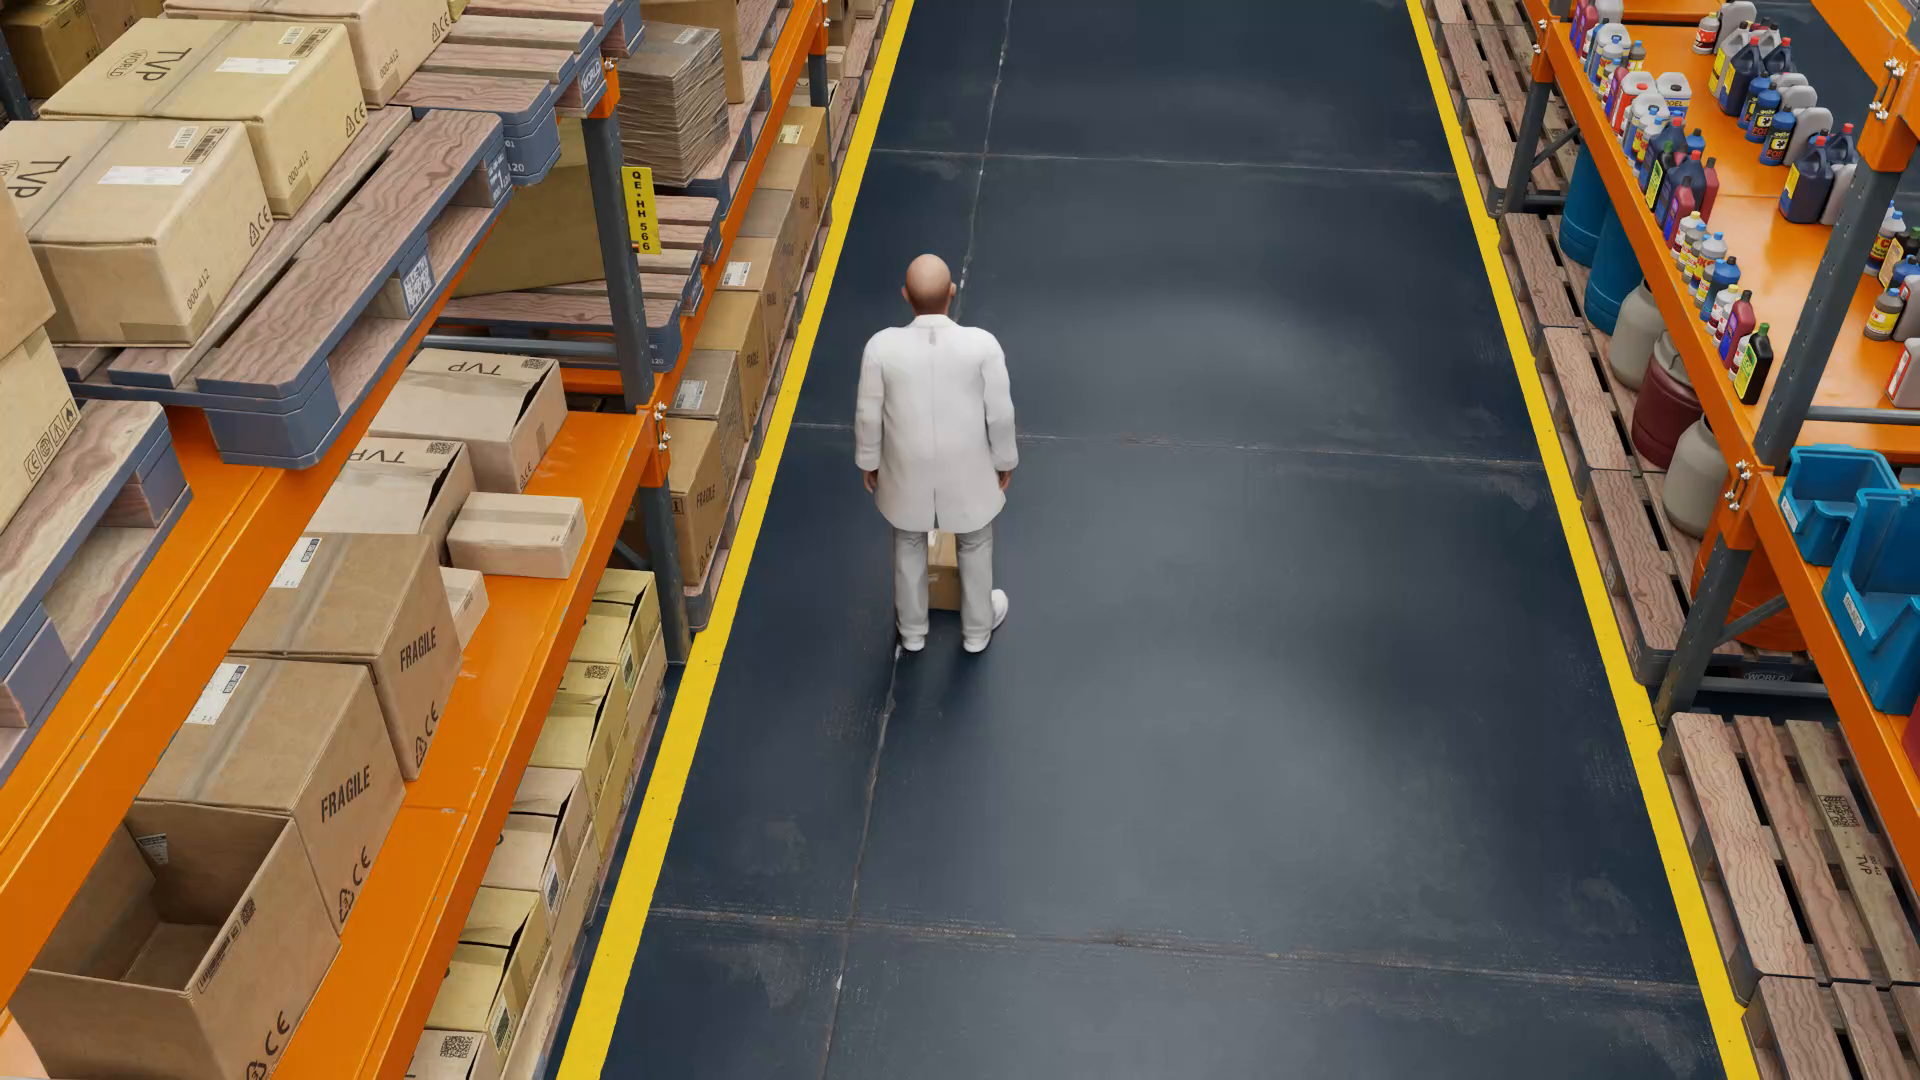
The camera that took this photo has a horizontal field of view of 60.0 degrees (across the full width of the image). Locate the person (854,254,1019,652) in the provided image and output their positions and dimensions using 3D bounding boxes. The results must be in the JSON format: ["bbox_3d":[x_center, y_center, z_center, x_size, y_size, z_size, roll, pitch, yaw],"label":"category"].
[{"bbox_3d":[-0.092,-0.305,6.539,0.643,1.772,0.432,1,40,2],"label":"person"}]
